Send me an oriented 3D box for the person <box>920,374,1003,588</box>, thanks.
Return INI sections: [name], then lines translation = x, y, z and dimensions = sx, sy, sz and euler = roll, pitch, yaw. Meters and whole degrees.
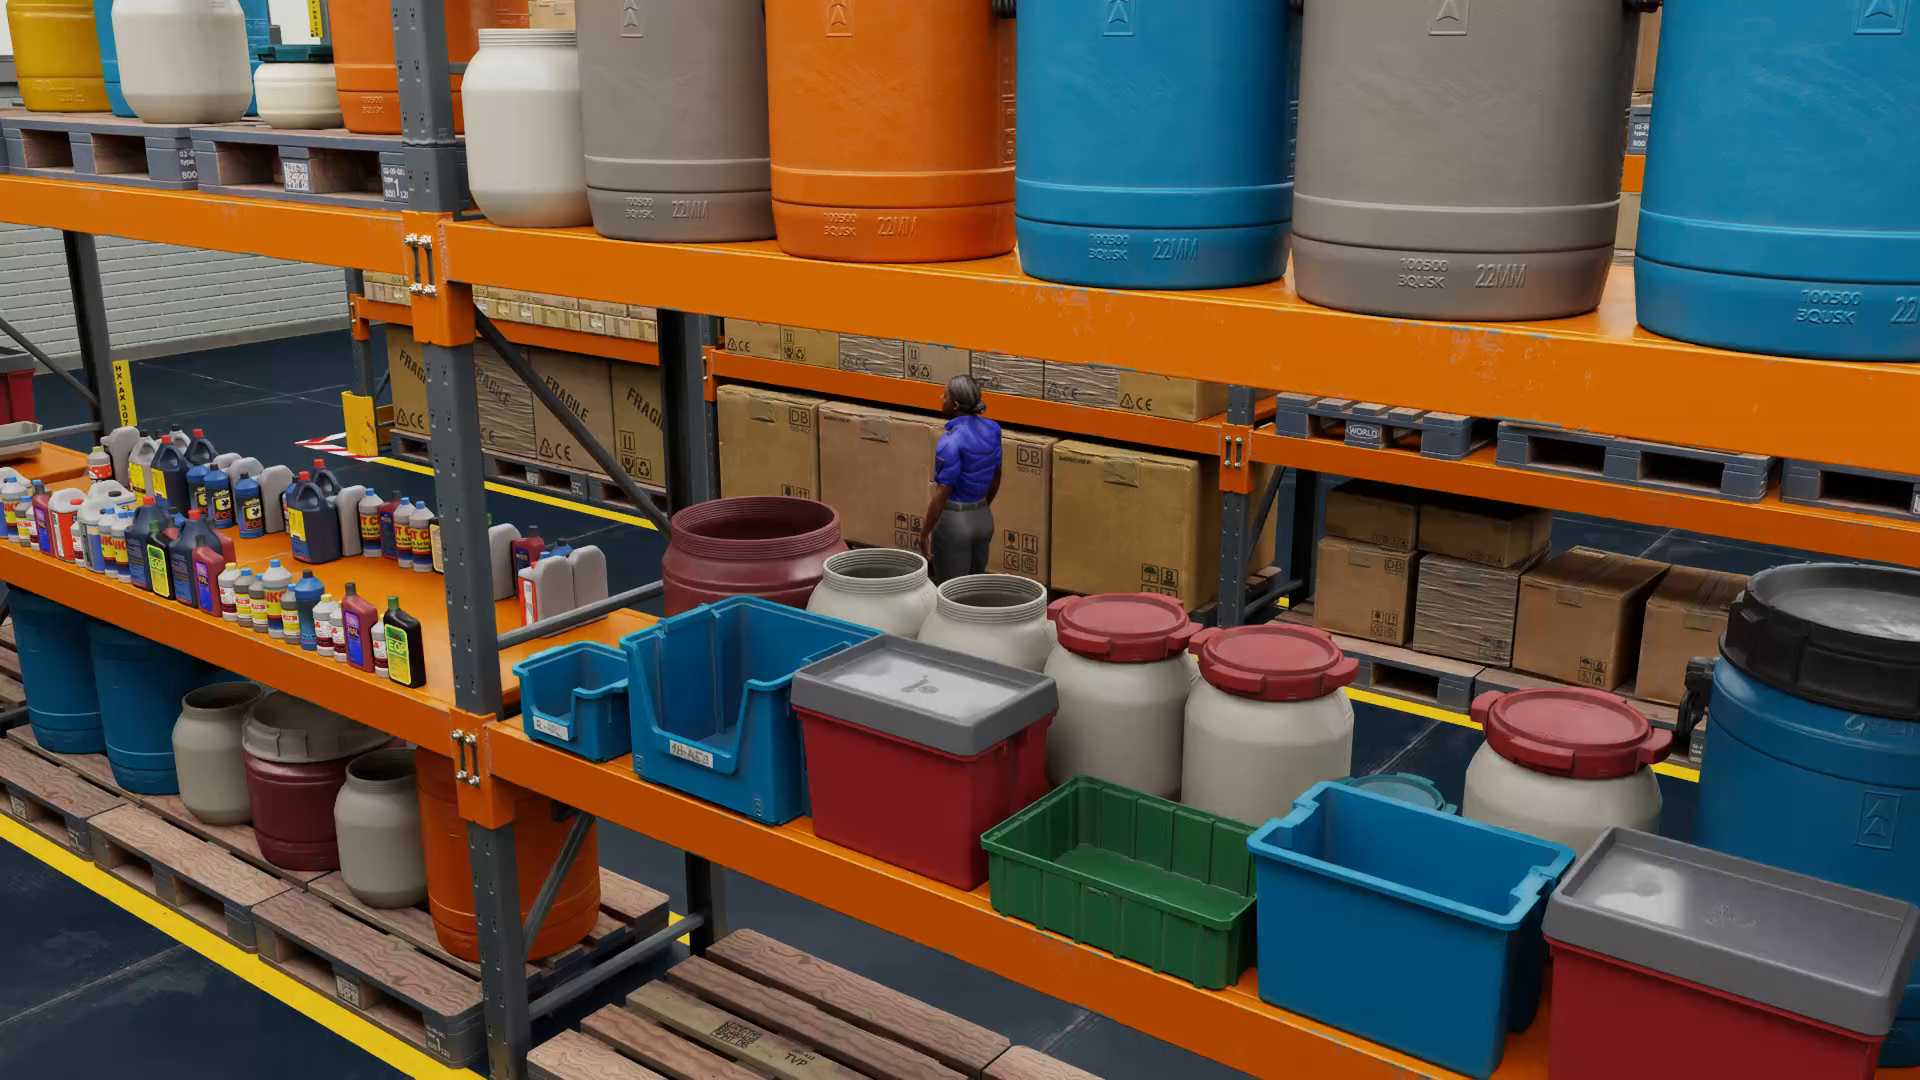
[person]
translation = -0.048, -0.082, 8.795
dimensions = 0.504, 1.654, 0.570
euler = 13, 21, 37
